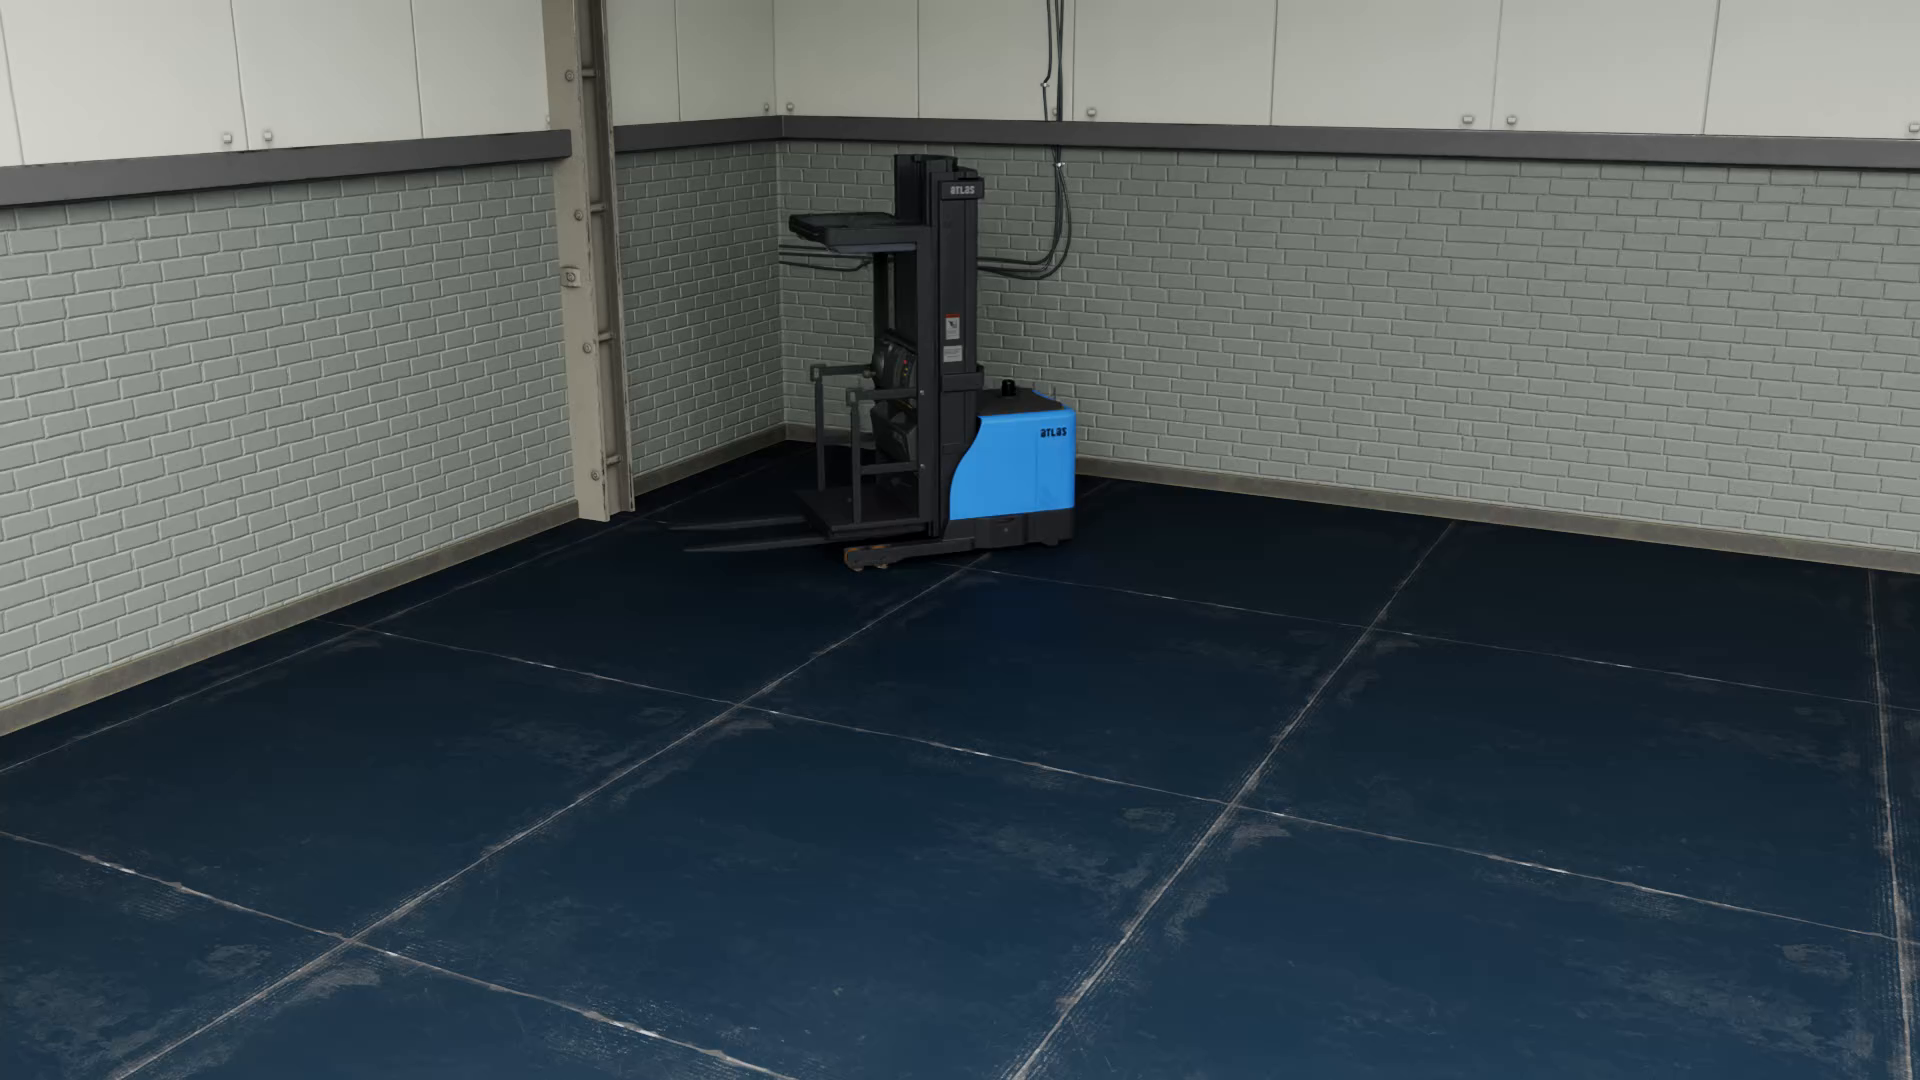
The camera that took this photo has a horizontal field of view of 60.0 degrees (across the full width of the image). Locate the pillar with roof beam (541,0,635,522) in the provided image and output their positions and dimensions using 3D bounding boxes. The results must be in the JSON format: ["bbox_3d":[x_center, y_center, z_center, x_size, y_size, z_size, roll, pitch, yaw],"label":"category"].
[{"bbox_3d":[0.923,-3.984,10.633,9.100,9.000,0.400,8,18,25],"label":"pillar with roof beam"}]

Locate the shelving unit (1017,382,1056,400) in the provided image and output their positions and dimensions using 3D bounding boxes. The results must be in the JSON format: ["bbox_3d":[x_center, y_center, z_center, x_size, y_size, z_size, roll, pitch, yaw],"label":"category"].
[{"bbox_3d":[0.622,-0.755,13.721,0.215,1.050,0.252,-14,22,-39],"label":"shelving unit"}]

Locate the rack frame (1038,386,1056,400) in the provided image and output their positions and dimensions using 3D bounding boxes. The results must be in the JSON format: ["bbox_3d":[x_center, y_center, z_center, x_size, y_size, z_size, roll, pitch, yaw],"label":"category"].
[{"bbox_3d":[0.703,-0.729,13.634,0.200,1.050,0.008,-14,22,-39],"label":"rack frame"}]

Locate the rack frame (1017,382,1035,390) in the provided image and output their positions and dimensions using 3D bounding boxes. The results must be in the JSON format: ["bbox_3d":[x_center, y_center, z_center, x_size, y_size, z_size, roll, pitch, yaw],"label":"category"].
[{"bbox_3d":[0.542,-0.781,13.809,0.200,1.050,0.008,-14,22,-39],"label":"rack frame"}]

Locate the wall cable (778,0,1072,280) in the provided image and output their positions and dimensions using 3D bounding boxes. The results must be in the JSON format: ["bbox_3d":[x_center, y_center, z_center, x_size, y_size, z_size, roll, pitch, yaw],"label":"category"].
[{"bbox_3d":[-0.429,-3.625,14.879,3.097,2.526,0.112,8,18,25],"label":"wall cable"}]

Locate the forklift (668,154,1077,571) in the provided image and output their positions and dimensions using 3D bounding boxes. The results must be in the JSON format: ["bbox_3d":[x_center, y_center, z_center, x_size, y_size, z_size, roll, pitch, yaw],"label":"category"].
[{"bbox_3d":[-0.675,-1.347,12.413,3.031,2.935,1.130,-6,18,-19],"label":"forklift"}]
